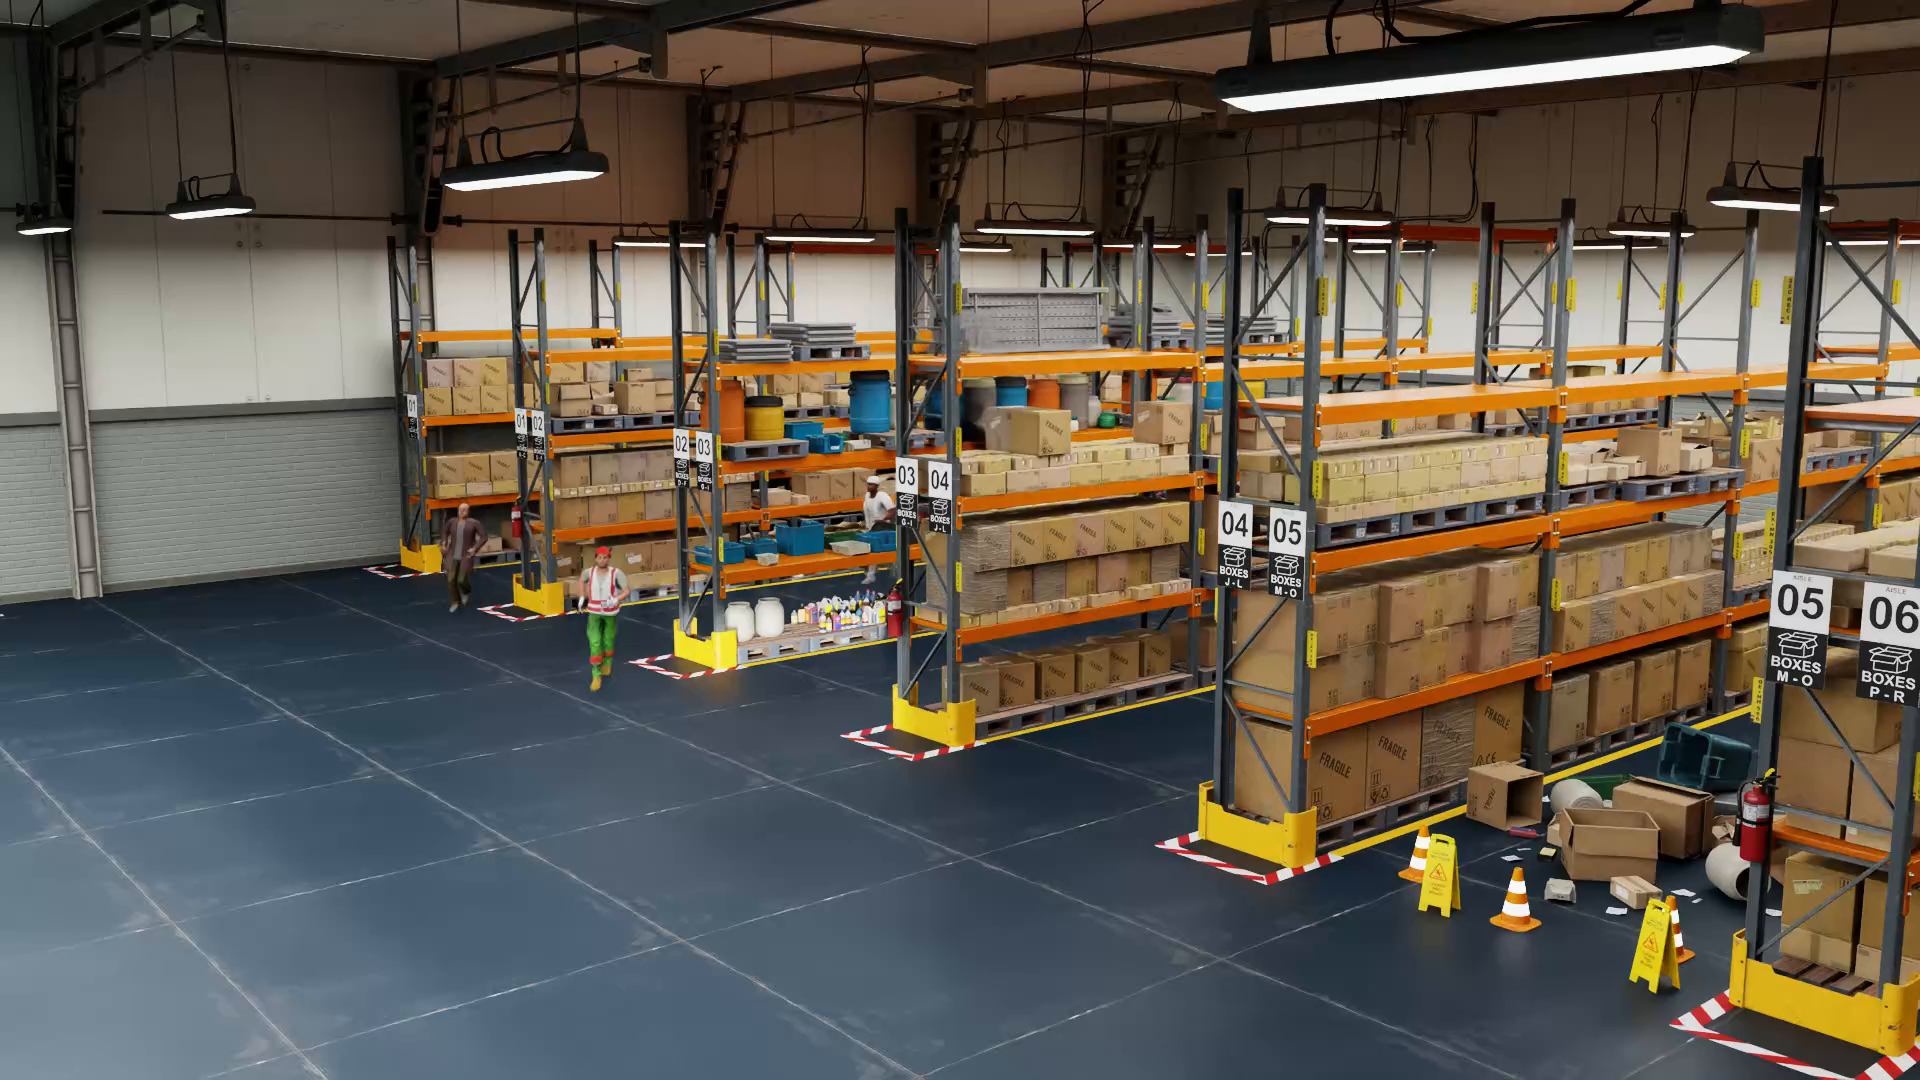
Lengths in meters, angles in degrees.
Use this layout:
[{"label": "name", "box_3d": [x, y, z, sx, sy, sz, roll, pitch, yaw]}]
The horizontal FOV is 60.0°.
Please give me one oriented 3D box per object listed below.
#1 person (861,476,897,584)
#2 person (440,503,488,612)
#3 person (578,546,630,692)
[{"label": "person", "box_3d": [-1.368, -0.185, 27.417, 0.726, 1.764, 0.823, 9, 12, 44]}, {"label": "person", "box_3d": [-7.904, 0.268, 26.462, 0.738, 1.725, 0.689, 1, 9, 5]}, {"label": "person", "box_3d": [-4.608, 0.969, 21.545, 0.668, 1.805, 0.946, -1, 9, -9]}]
